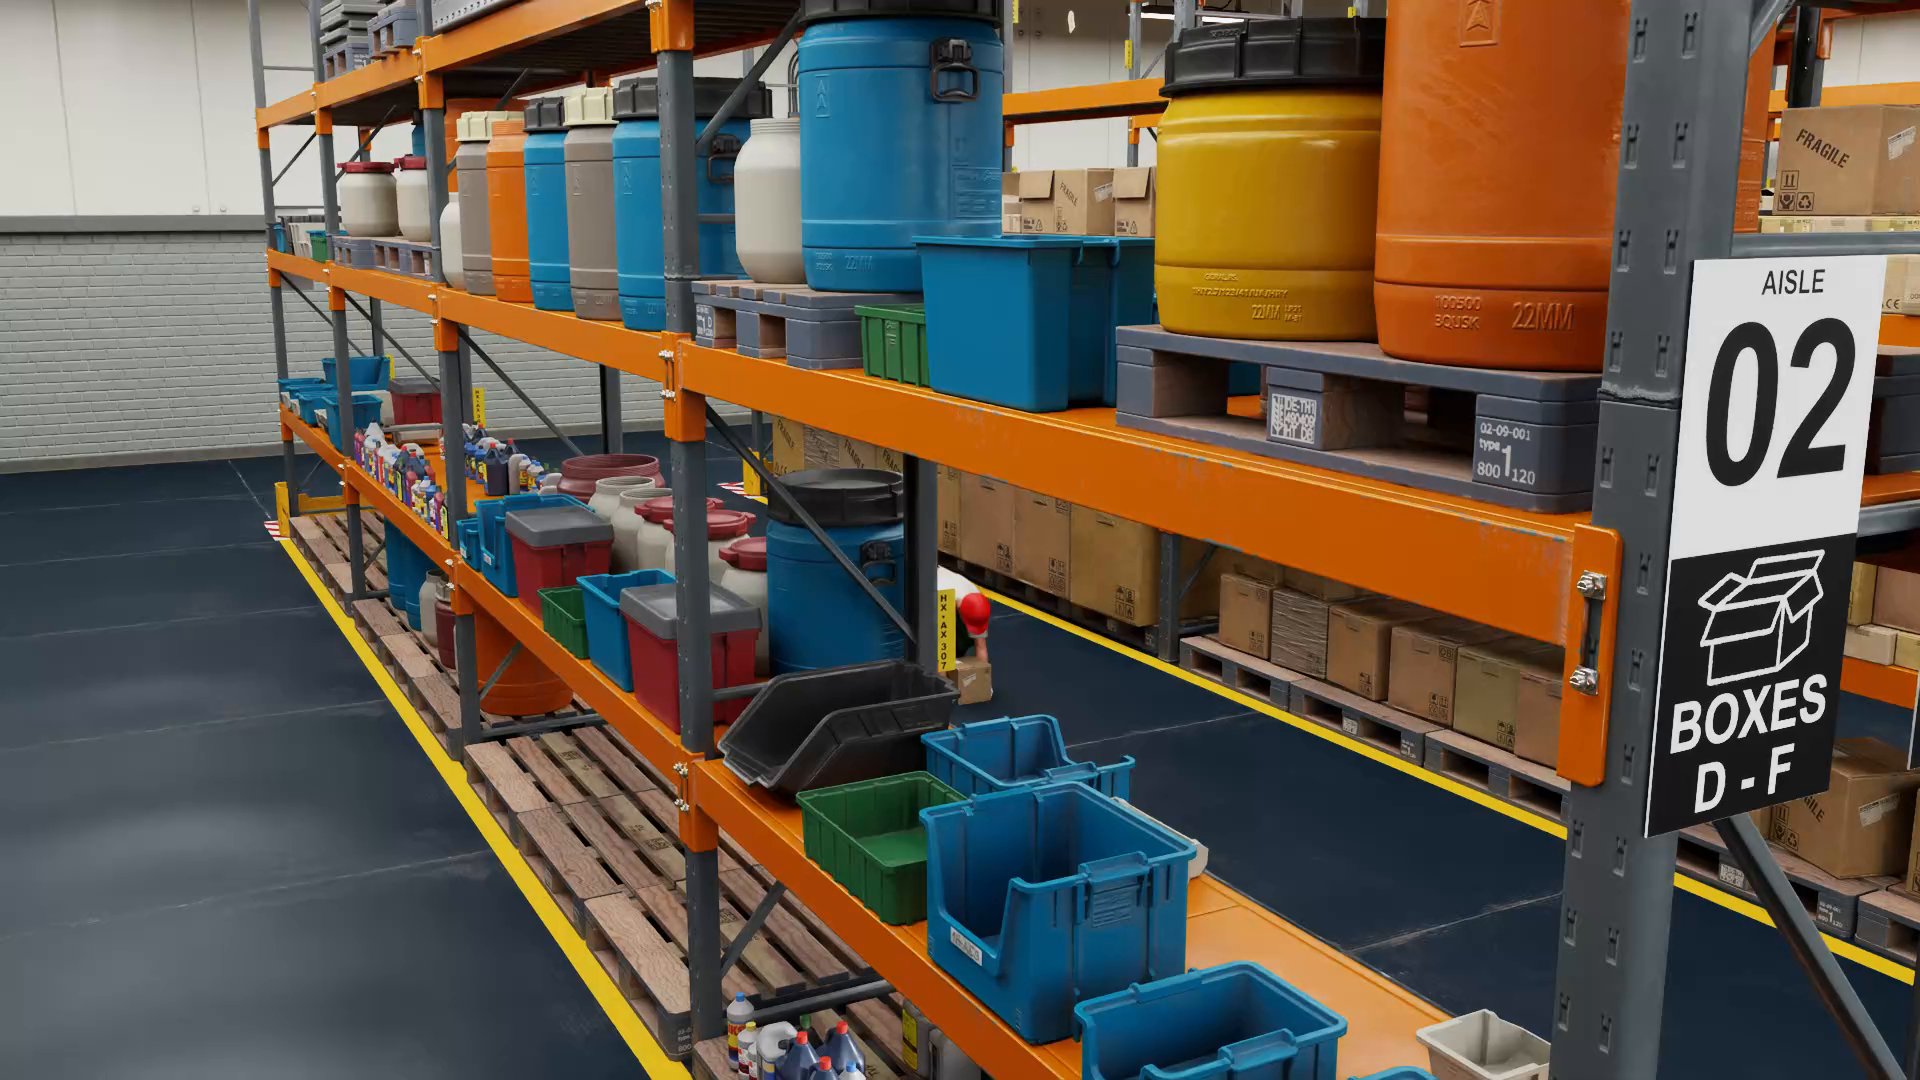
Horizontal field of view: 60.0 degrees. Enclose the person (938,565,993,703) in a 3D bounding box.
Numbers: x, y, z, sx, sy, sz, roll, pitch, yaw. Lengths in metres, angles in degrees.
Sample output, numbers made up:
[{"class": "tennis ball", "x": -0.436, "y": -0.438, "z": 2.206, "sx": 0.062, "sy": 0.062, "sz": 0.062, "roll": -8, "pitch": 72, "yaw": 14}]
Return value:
[{"class": "person", "x": -0.105, "y": 0.625, "z": 11.317, "sx": 0.530, "sy": 0.844, "sz": 0.966, "roll": -7, "pitch": 13, "yaw": -30}]
